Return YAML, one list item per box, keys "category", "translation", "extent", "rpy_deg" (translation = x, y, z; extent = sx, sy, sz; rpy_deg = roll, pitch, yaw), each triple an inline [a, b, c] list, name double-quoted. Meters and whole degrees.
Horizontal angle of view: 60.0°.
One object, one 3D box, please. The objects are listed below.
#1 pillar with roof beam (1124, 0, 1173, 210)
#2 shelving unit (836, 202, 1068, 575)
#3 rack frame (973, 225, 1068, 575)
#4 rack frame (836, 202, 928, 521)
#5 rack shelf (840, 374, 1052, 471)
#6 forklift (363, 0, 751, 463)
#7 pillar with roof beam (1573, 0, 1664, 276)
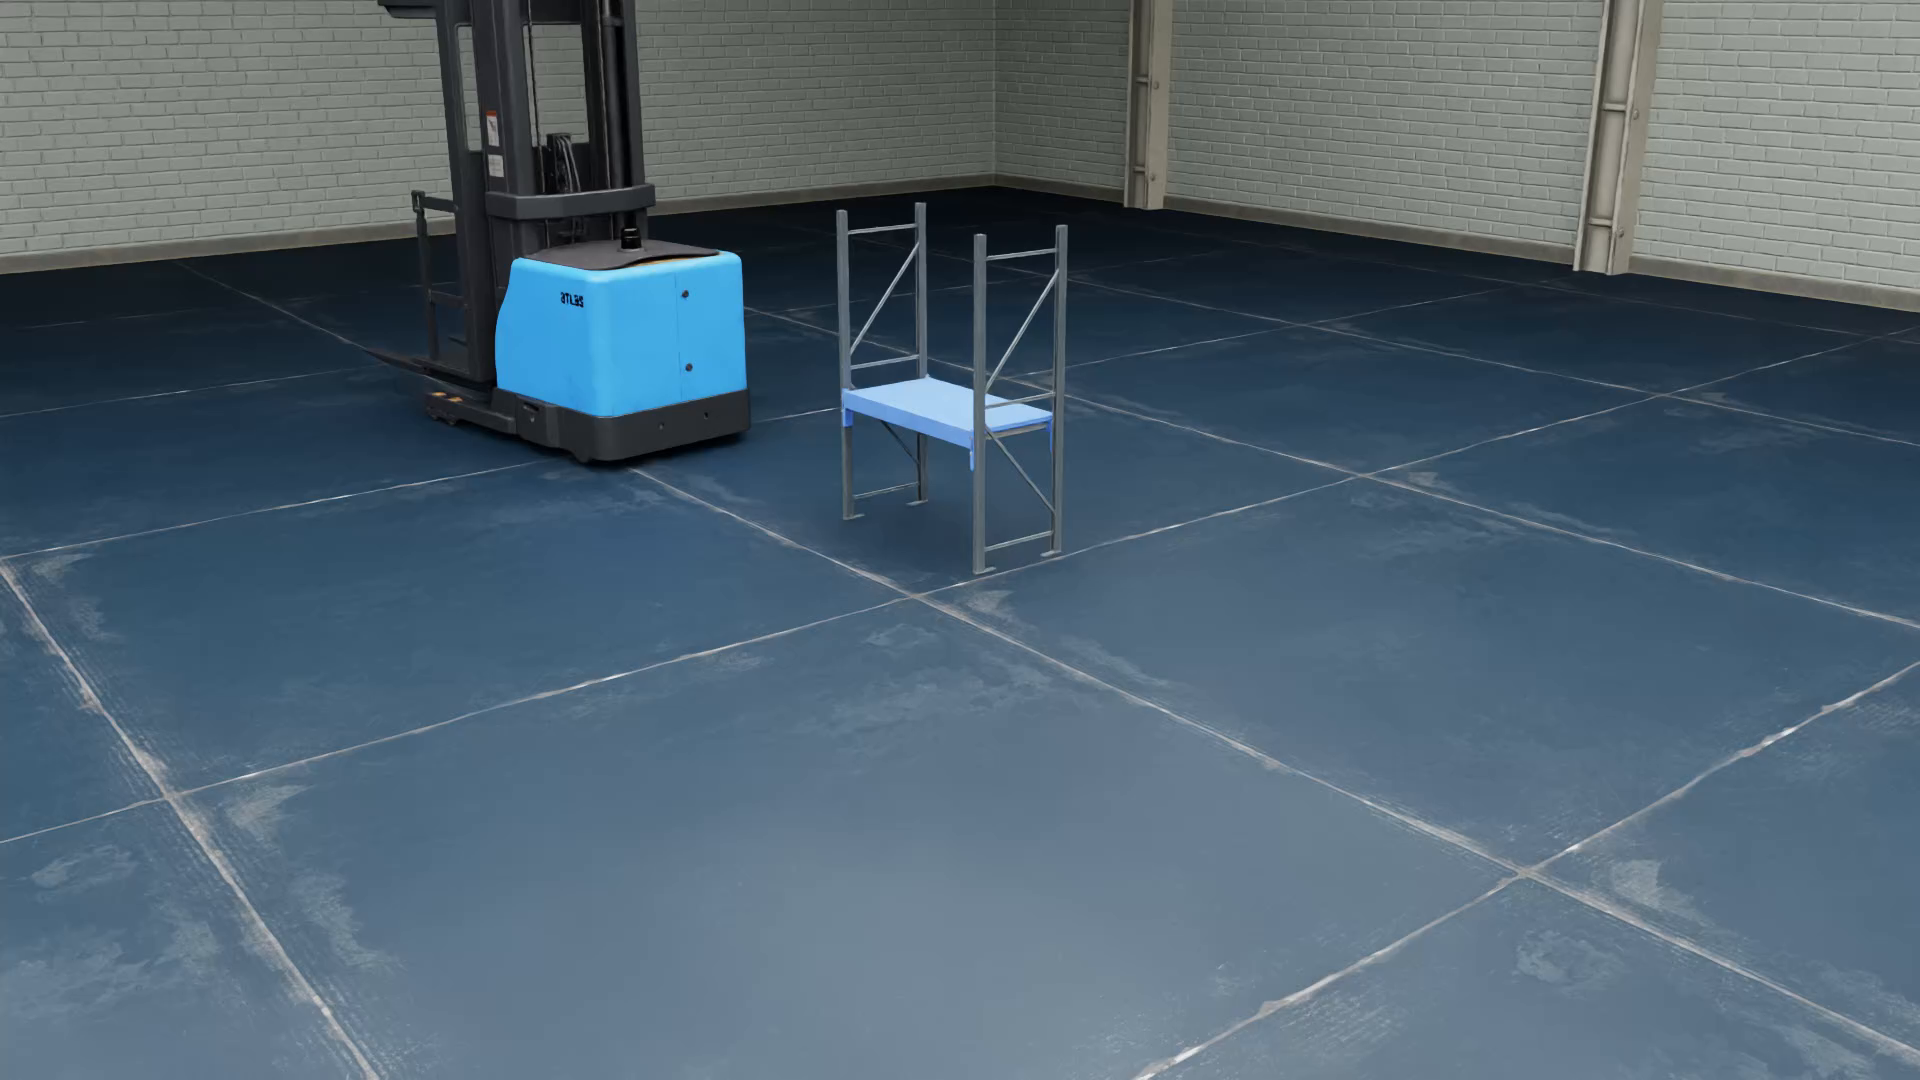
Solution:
- category: "pillar with roof beam"
  translation: [-1.179, -7.394, 15.876]
  extent: [9.100, 9.000, 0.400]
  rpy_deg: [-14, 23, -36]
- category: "shelving unit"
  translation: [-0.053, -0.733, 7.690]
  extent: [0.538, 1.500, 1.048]
  rpy_deg: [-14, 23, -36]
- category: "rack frame"
  translation: [0.263, -0.608, 7.312]
  extent: [0.500, 1.500, 0.032]
  rpy_deg: [-14, 23, -36]
- category: "rack frame"
  translation: [-0.369, -0.858, 8.068]
  extent: [0.500, 1.500, 0.032]
  rpy_deg: [-14, 23, -36]
- category: "rack shelf"
  translation: [-0.053, -0.562, 7.747]
  extent: [0.538, 0.185, 1.000]
  rpy_deg: [-14, 23, -36]
- category: "forklift"
  translation: [-2.615, -2.183, 9.793]
  extent: [3.031, 2.935, 1.130]
  rpy_deg: [17, 25, 41]
- category: "pillar with roof beam"
  translation: [2.546, -5.915, 11.411]
  extent: [9.100, 9.000, 0.400]
  rpy_deg: [-14, 23, -36]
